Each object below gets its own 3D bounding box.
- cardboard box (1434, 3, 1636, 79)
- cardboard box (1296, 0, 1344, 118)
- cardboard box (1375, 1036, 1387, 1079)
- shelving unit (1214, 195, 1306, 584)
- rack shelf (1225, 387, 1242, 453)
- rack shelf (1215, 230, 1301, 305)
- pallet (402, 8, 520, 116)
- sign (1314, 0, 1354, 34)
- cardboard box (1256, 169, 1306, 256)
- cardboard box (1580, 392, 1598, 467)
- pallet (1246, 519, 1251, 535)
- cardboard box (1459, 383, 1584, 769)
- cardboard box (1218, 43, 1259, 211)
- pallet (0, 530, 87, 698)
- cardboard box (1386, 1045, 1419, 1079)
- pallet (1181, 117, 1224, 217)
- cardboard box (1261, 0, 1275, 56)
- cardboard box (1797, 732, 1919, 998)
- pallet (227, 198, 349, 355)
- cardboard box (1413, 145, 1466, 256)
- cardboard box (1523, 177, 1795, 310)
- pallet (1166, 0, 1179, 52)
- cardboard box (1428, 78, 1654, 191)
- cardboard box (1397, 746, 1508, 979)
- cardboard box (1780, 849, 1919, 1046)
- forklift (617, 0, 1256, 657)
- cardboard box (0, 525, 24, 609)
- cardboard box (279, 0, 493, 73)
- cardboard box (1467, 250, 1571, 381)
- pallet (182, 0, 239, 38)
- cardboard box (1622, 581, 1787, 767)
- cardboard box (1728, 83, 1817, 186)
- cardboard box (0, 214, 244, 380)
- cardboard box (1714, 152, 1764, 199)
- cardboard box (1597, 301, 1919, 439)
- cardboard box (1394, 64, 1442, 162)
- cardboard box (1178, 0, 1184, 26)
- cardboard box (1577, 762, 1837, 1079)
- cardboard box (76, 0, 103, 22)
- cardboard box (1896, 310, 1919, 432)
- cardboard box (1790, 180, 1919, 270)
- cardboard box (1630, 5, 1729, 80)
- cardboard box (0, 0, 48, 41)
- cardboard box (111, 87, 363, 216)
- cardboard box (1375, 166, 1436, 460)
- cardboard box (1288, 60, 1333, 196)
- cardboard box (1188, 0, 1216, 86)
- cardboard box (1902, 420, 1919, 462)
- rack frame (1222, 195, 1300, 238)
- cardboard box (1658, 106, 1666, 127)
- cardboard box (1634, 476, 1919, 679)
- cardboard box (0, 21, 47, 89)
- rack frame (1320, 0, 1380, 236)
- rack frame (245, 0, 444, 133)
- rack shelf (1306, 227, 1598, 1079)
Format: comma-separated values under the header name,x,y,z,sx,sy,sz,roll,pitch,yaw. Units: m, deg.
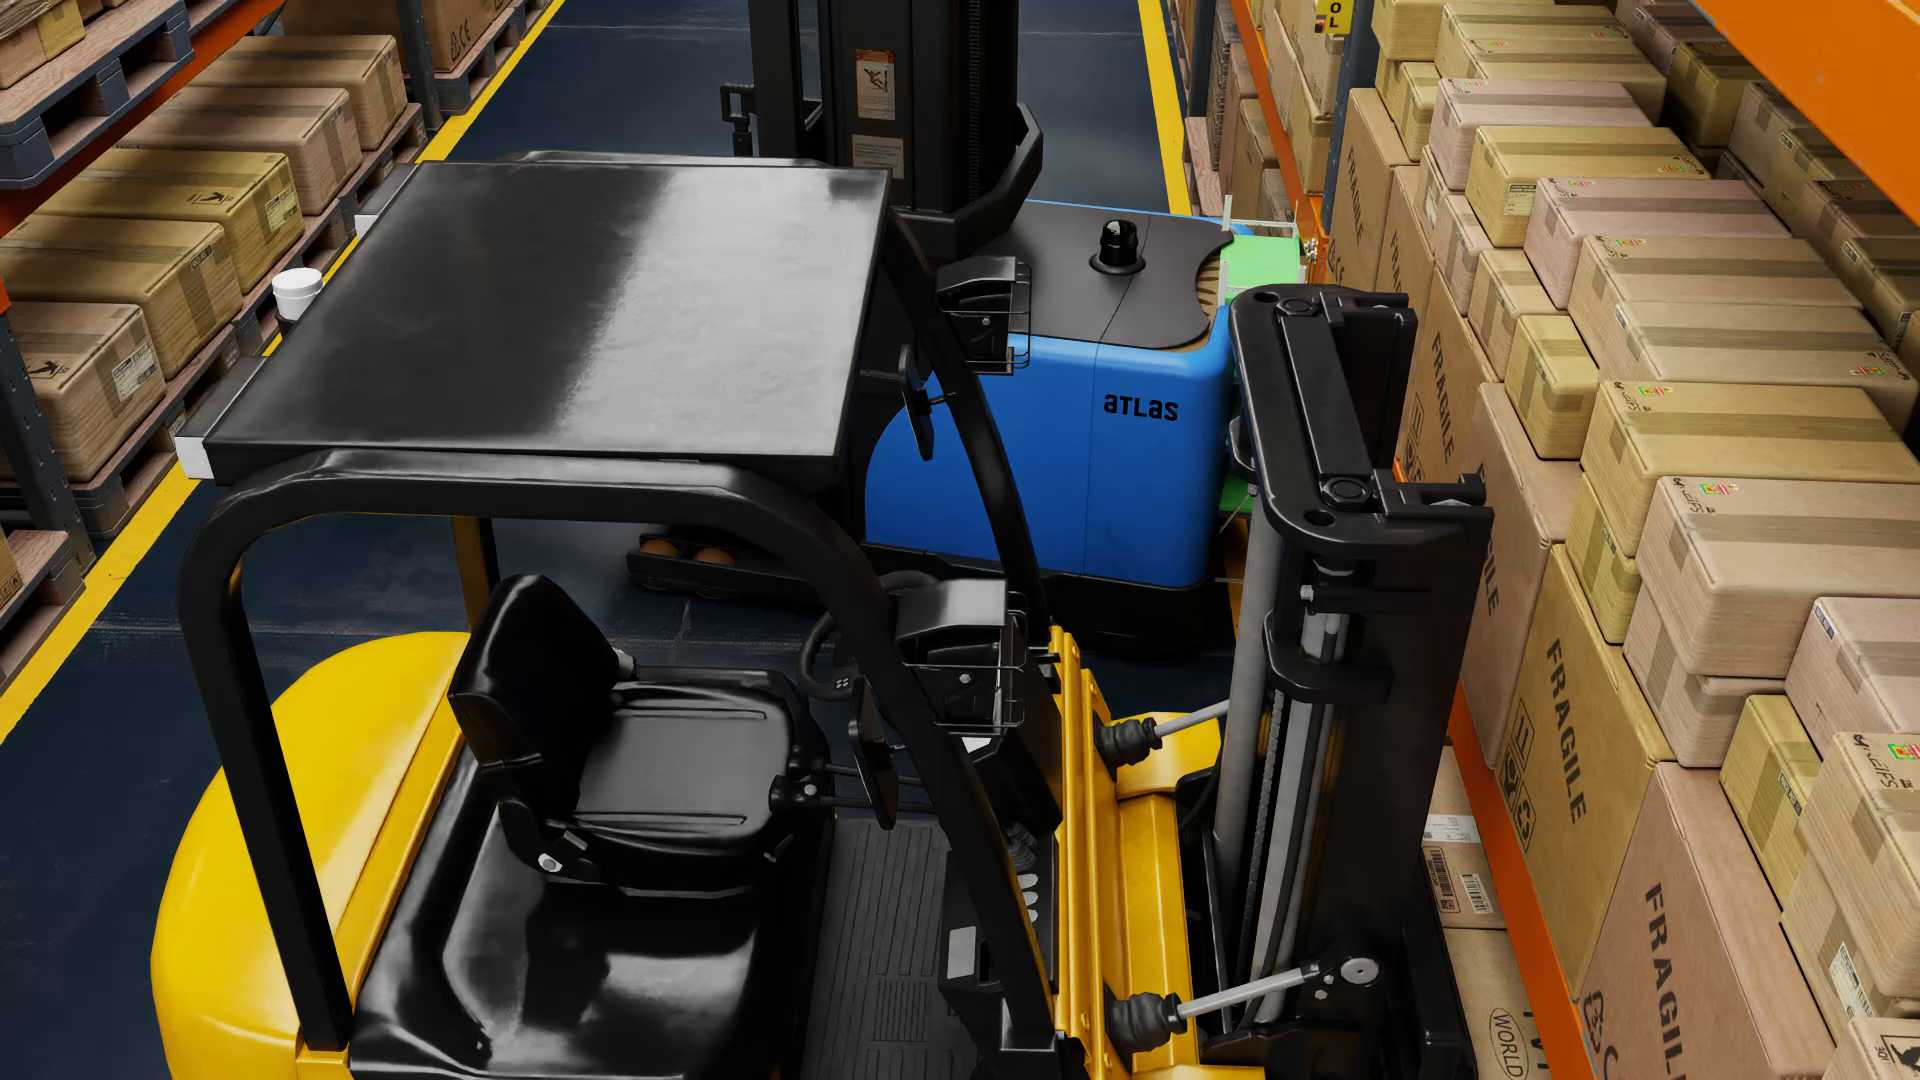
name,x,y,z,sx,sy,sz,roll,pitch,yaw
cardboard box,1.316,-1.122,3.827,0.380,0.149,0.250,2,35,3
cardboard box,1.292,-1.454,4.906,0.500,0.250,0.500,1,35,1
cardboard box,1.127,1.080,3.631,0.500,0.250,0.500,2,35,3
shelving unit,0.910,-0.431,5.311,0.258,1.200,0.503,5,34,7
rack shelf,0.910,-0.378,5.347,0.258,0.148,0.480,5,34,7
rack shelf,0.910,-0.775,5.077,0.258,0.148,0.480,5,34,7
pallet,-3.165,-2.744,9.470,1.003,0.211,1.213,1,35,2
sign,0.985,-1.471,4.296,0.100,0.325,0.005,1,35,2
cardboard box,1.576,-0.969,6.220,0.875,0.625,0.625,1,35,1
cardboard box,1.228,-0.116,2.655,0.380,0.149,0.250,1,35,2
pallet,1.518,-0.306,6.002,1.003,0.211,1.213,1,35,2
cardboard box,1.184,0.064,2.963,0.500,0.500,0.500,2,35,2
cardboard box,1.631,-1.788,7.385,0.875,0.625,0.625,2,35,3
pallet,-3.424,0.392,5.008,1.003,0.211,1.213,1,35,2
cardboard box,1.105,1.152,3.093,0.500,0.250,0.500,1,35,1
pallet,1.616,-1.708,7.997,1.003,0.211,1.213,1,35,2
cardboard box,1.351,-1.831,5.876,0.500,0.250,0.500,2,35,2
cardboard box,1.133,0.343,1.743,0.380,0.149,0.250,2,35,3
pallet,-3.356,-1.144,7.195,1.003,0.211,1.213,1,35,2
cardboard box,1.176,-0.713,3.504,0.380,0.149,0.250,2,35,3
cardboard box,1.246,-0.533,2.989,0.380,0.149,0.250,1,35,2
pallet,1.808,-3.307,10.272,1.003,0.211,1.213,1,35,2
cardboard box,1.184,-0.830,3.412,0.380,0.149,0.250,2,35,3
cardboard box,1.126,0.673,3.340,0.500,0.250,0.500,1,35,1
cardboard box,1.153,0.468,1.824,0.380,0.149,0.250,2,35,3
forklift,-0.605,-1.289,5.035,3.031,2.935,1.130,8,36,12
cardboard box,-3.188,0.164,4.934,0.500,0.250,0.500,3,35,4
cardboard box,-3.161,-3.131,9.079,0.875,0.875,0.875,1,35,1
cardboard box,1.172,-0.417,3.084,0.380,0.149,0.250,0,35,0
pallet,-3.310,-2.217,6.462,1.003,0.211,1.213,1,35,2
cardboard box,1.138,0.172,2.246,0.380,0.149,0.250,0,35,0
cardboard box,1.820,-0.820,3.398,0.380,0.149,0.250,1,35,1
cardboard box,-3.388,-0.946,6.408,0.950,0.372,0.625,3,35,5
cardboard box,1.805,-0.692,3.475,0.380,0.149,0.250,2,35,2
cardboard box,1.226,-0.245,2.580,0.380,0.149,0.250,2,35,3
cardboard box,1.243,-1.003,3.918,0.380,0.149,0.250,2,35,3
cardboard box,1.539,-3.306,9.654,0.500,0.500,0.500,3,35,4
cardboard box,1.154,0.648,2.133,0.500,0.500,0.500,2,35,3
cardboard box,-3.141,-1.822,5.588,0.380,0.149,0.250,3,35,5
cardboard box,1.684,-0.229,2.557,0.380,0.149,0.250,1,35,2
cardboard box,1.733,-0.525,2.979,0.380,0.149,0.250,1,35,1
cardboard box,1.765,-1.117,3.821,0.380,0.149,0.250,0,35,1
cardboard box,-3.127,-1.732,4.895,0.500,0.500,0.500,2,35,3
cardboard box,-3.326,-1.782,7.596,0.950,0.372,0.625,1,35,1
cardboard box,1.244,-0.515,3.787,0.500,0.500,0.500,2,35,3
cardboard box,1.286,-1.257,5.060,0.500,0.250,0.500,2,35,3
cardboard box,1.490,-2.718,8.817,0.500,0.500,0.500,2,35,3
cardboard box,1.724,-0.100,2.632,0.380,0.149,0.250,1,35,2
rack frame,0.947,-0.566,5.510,0.240,1.200,0.015,5,34,7
cardboard box,1.796,-0.994,3.904,0.380,0.149,0.250,0,35,1
cardboard box,1.117,0.050,2.161,0.380,0.149,0.250,2,35,3
cardboard box,-3.095,-1.515,5.150,0.380,0.149,0.250,2,35,3
rack frame,1.527,-1.023,4.597,1.000,3.000,0.127,1,35,2
rack frame,-3.272,-3.433,8.027,1.000,3.000,0.127,1,35,2
rack shelf,1.447,0.421,3.168,1.077,0.370,4.000,1,35,2
